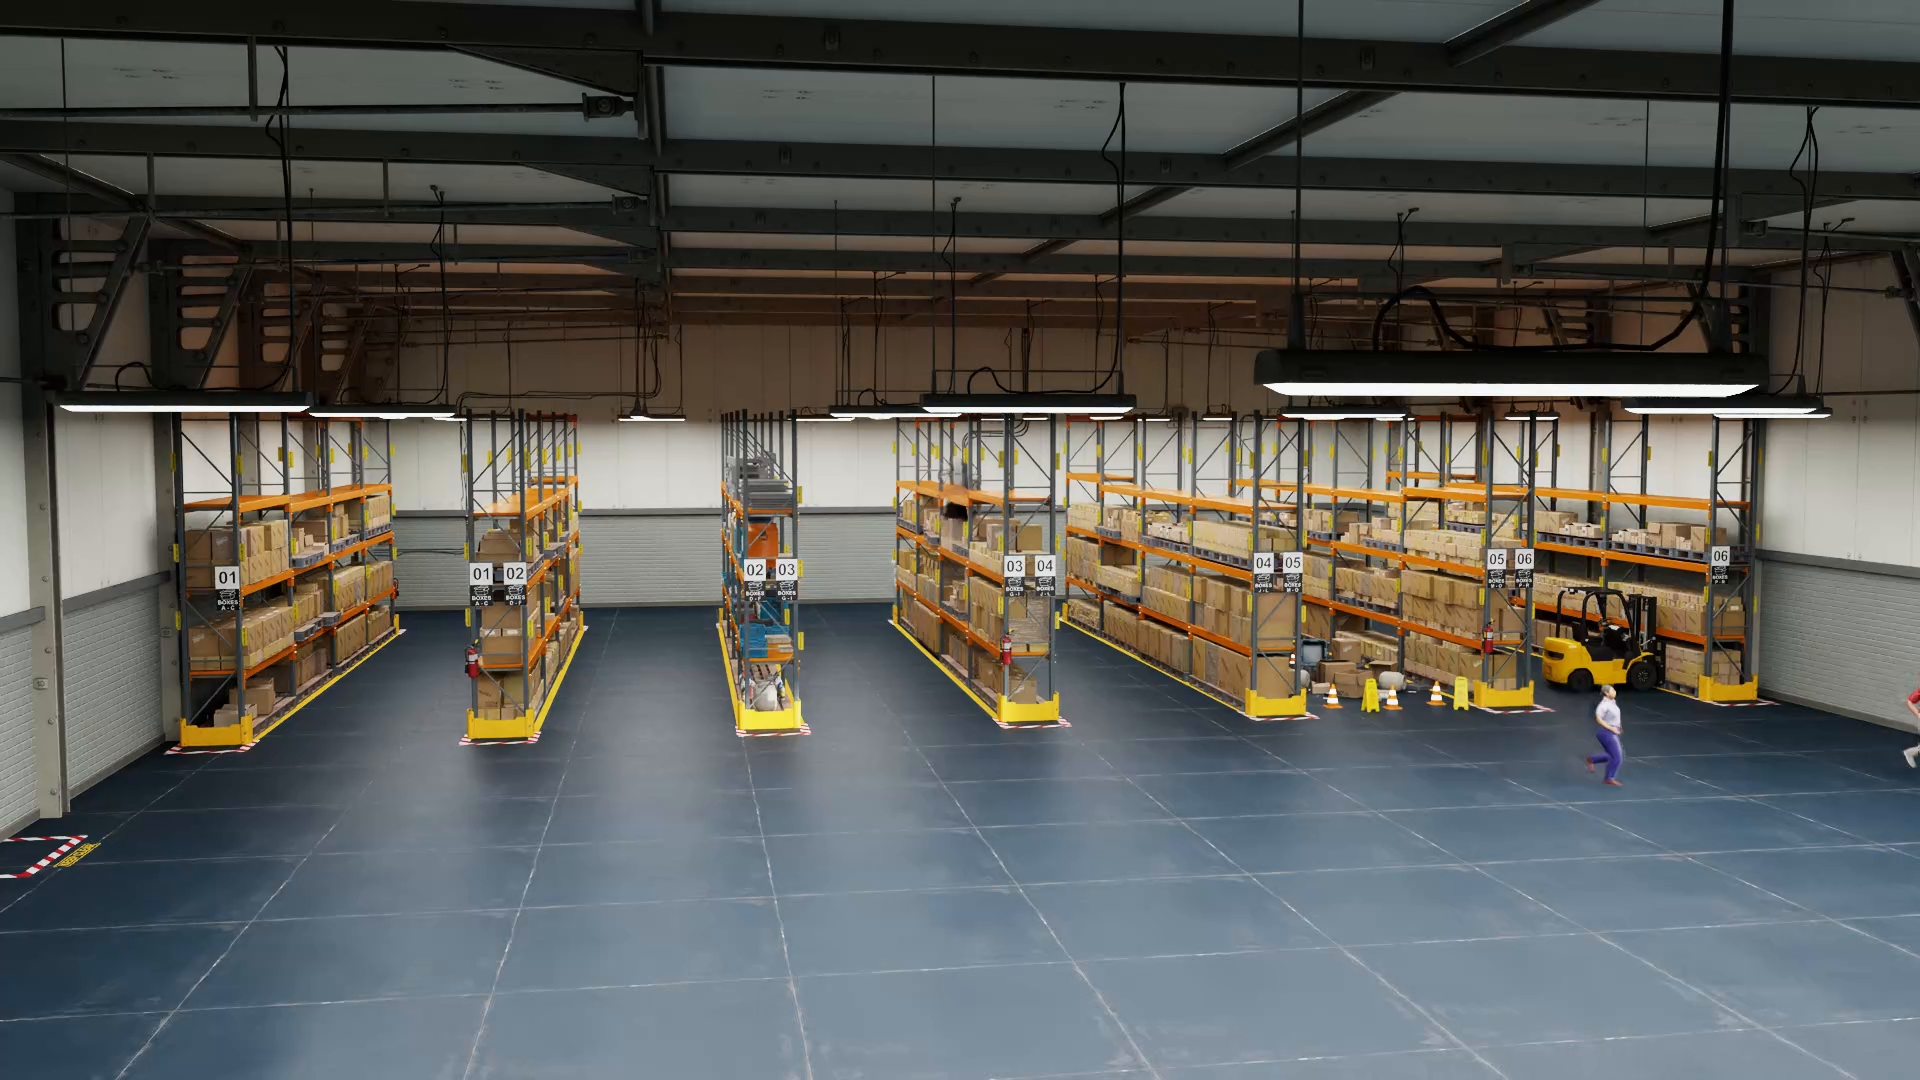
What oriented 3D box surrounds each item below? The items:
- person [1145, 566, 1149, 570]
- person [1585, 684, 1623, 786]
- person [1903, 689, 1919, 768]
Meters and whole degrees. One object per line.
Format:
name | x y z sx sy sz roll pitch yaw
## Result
person | 5.328 1.634 47.413 0.545 1.640 0.752 -1 4 -19
person | 10.248 3.100 26.449 0.592 1.591 0.608 2 5 31
person | 15.653 2.995 26.851 0.663 1.703 0.879 -2 4 -27
